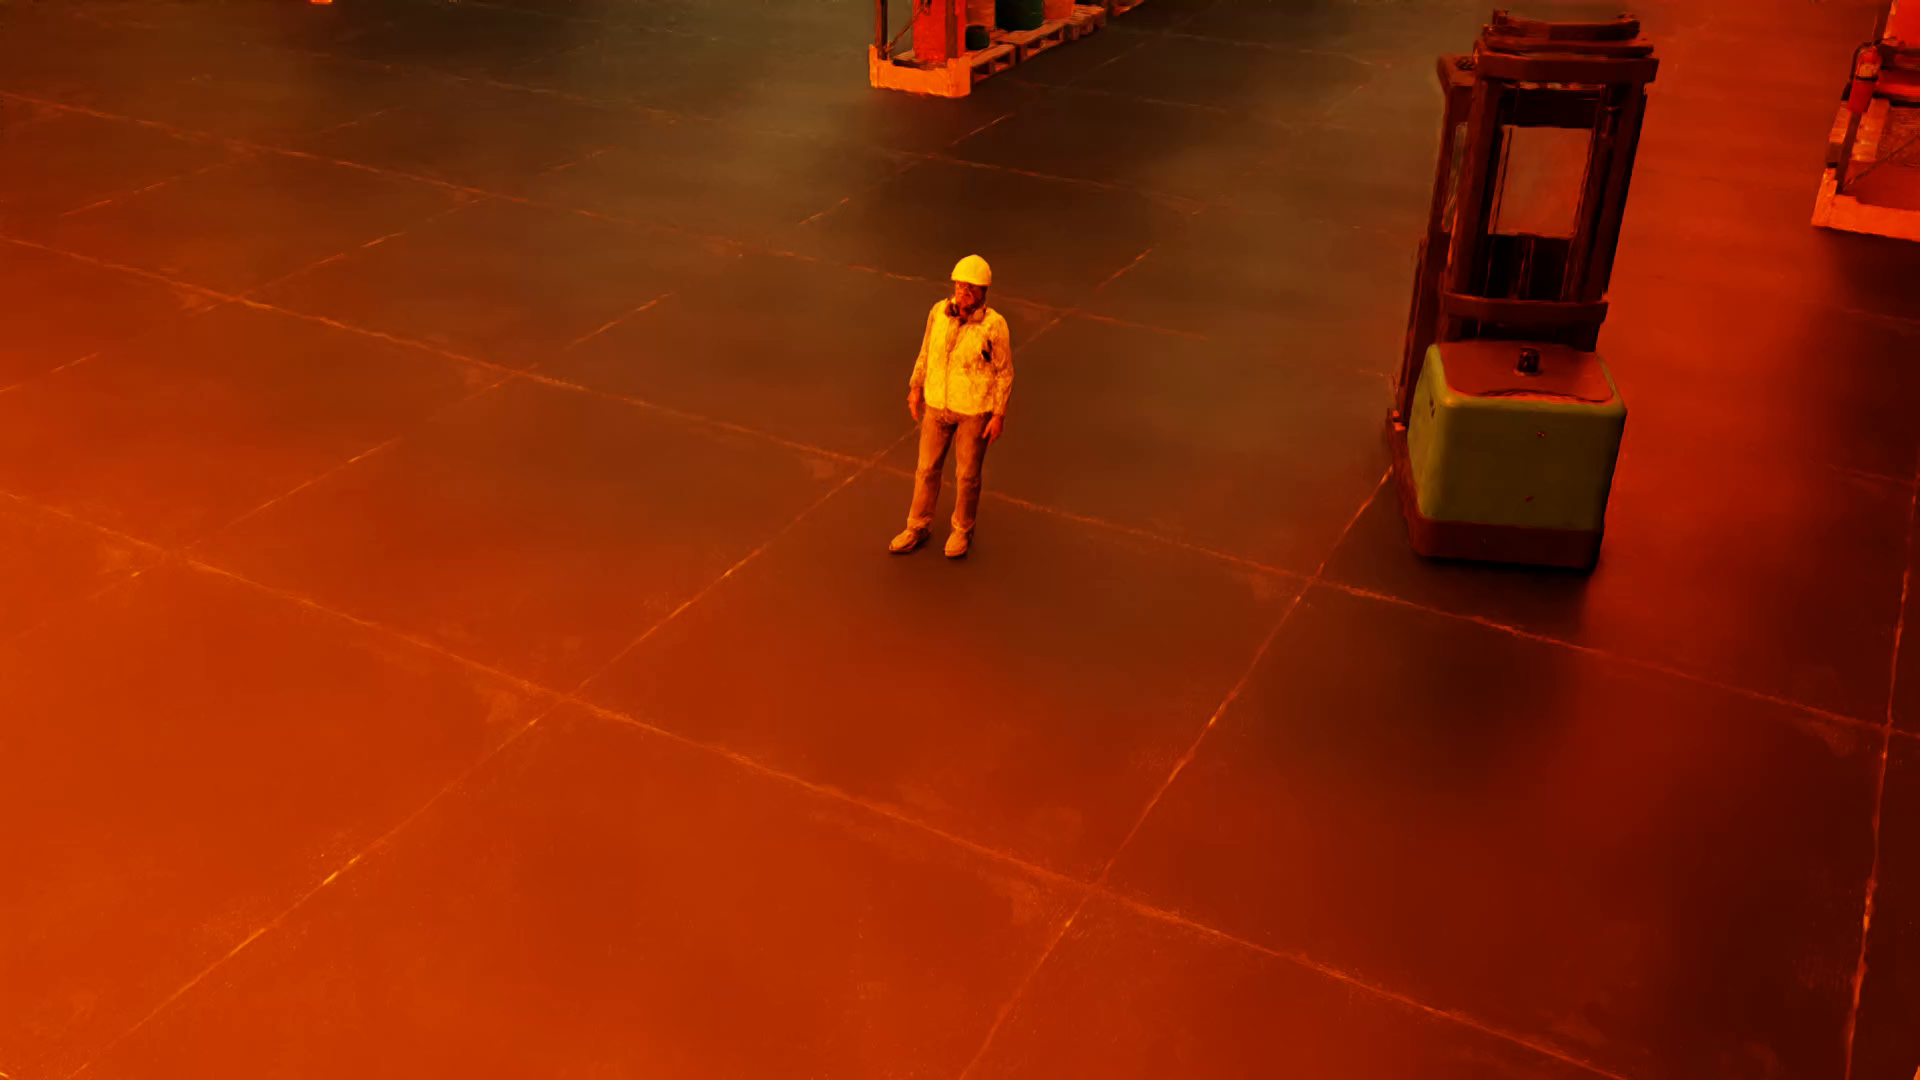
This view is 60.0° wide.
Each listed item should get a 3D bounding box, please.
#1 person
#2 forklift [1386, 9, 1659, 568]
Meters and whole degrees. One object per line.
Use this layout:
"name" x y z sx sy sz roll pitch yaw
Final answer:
"person" -0.037 -0.749 9.512 0.632 1.773 0.567 15 33 25
"forklift" 3.397 -1.825 10.234 1.130 2.935 3.031 4 30 8
